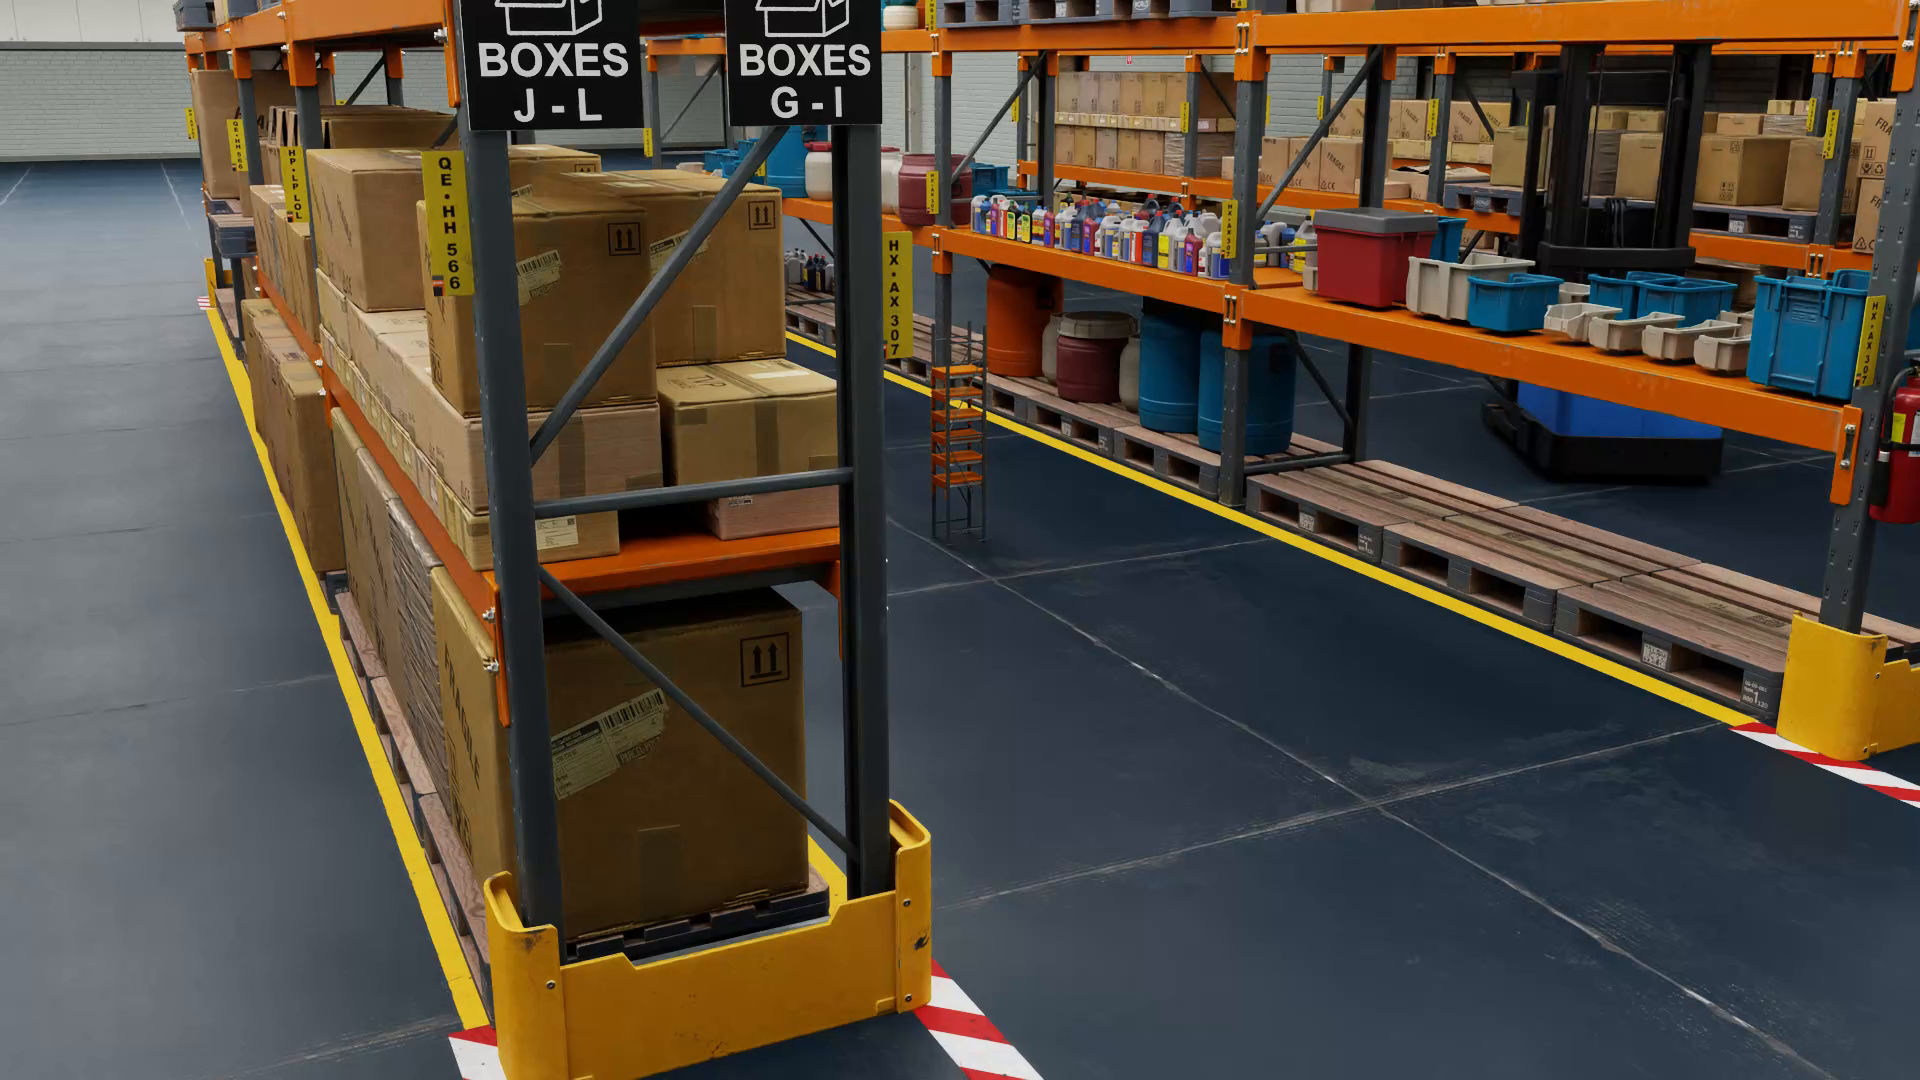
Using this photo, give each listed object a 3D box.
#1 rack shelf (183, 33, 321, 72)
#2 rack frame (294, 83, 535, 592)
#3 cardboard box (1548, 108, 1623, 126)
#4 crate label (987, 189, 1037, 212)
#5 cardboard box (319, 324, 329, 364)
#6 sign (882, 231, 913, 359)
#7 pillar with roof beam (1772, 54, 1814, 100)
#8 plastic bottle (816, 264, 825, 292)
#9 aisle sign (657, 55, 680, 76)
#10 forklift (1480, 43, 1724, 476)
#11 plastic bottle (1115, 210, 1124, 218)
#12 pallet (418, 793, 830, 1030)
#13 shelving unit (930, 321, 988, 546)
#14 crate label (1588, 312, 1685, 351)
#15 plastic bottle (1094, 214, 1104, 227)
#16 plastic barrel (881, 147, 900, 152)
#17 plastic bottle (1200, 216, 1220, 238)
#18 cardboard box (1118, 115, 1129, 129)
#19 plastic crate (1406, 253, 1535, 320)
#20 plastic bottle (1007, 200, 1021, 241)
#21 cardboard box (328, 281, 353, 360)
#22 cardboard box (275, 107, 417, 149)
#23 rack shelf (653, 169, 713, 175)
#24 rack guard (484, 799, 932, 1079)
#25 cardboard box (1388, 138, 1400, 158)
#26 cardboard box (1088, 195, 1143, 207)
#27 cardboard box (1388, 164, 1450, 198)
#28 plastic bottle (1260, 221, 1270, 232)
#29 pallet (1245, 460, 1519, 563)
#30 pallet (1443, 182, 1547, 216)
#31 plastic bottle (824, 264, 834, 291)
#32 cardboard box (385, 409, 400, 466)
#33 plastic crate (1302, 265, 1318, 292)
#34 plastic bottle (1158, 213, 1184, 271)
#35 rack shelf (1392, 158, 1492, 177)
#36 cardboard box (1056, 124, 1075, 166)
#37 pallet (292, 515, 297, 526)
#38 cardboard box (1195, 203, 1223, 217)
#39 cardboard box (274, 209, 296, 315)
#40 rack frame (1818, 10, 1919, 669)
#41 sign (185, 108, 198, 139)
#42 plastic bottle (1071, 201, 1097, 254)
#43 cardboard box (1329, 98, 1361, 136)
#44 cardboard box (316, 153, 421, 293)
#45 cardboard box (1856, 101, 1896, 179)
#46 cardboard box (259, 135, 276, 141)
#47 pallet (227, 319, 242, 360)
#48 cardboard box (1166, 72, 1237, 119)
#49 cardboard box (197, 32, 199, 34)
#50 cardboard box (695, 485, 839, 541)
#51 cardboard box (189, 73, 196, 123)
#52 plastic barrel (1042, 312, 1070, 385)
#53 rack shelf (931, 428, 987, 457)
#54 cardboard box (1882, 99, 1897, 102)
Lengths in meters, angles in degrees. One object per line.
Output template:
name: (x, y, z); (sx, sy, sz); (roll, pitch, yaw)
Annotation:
rack shelf: (-6.804, -4.680, 15.986); (1.077, 0.370, 4.000); (-8, 18, -25)
rack frame: (-2.423, -1.104, 7.660); (1.000, 3.000, 0.127); (-8, 18, -25)
cardboard box: (7.623, -5.013, 20.302); (0.700, 0.500, 0.500); (-8, 18, -25)
crate label: (0.430, -2.764, 13.747); (0.303, 0.233, 0.416); (-8, 18, -25)
cardboard box: (-2.592, -0.870, 7.299); (0.380, 0.149, 0.250); (-8, 18, -25)
sign: (-0.169, -0.632, 4.302); (0.100, 0.325, 0.005); (-8, 18, -25)
pillar with roof beam: (5.521, -6.682, 16.221); (9.100, 9.000, 0.400); (-8, 18, -25)
plastic bottle: (-1.482, -2.788, 17.655); (0.061, 0.283, 0.133); (-8, 18, -25)
aisle sign: (-3.522, -5.910, 19.695); (0.394, 0.787, 0.004); (-8, 18, -25)
forklift: (4.361, -2.162, 11.470); (1.130, 2.935, 3.031); (1, 16, 4)
plastic bottle: (1.187, -2.342, 12.332); (0.097, 0.201, 0.097); (0, 16, 0)
pallet: (-1.091, 1.039, 5.247); (1.003, 0.211, 1.213); (-8, 18, -25)
shelving unit: (-0.006, -0.580, 9.098); (0.258, 1.200, 0.189); (-8, 18, -25)
crate label: (3.004, -0.933, 7.433); (0.396, 0.136, 0.243); (-8, 18, -25)
plastic bottle: (0.946, -2.072, 11.266); (0.097, 0.271, 0.097); (0, 16, 0)
plastic barrel: (-0.742, -3.199, 14.713); (0.433, 0.535, 0.433); (0, 16, 0)
plastic bottle: (1.627, -2.015, 11.060); (0.152, 0.276, 0.135); (-8, 18, -25)
cardboard box: (2.113, -5.000, 19.880); (0.380, 0.149, 0.250); (-7, 17, -23)
plastic crate: (2.533, -1.274, 8.357); (0.437, 0.282, 0.530); (-8, 18, -25)
plastic bottle: (0.397, -2.339, 12.174); (0.061, 0.283, 0.133); (-8, 18, -25)
cardboard box: (-2.239, -0.903, 6.692); (0.500, 0.250, 0.500); (-8, 18, -25)
cardboard box: (-3.586, -2.281, 9.762); (0.797, 0.503, 0.637); (-7, 18, -24)
rack shelf: (-2.351, -3.836, 18.486); (1.077, 0.370, 4.000); (-8, 18, -25)
rack guard: (-0.660, 1.095, 4.528); (1.175, 0.500, 0.348); (-8, 18, -25)
cardboard box: (6.065, -5.399, 22.864); (0.500, 0.250, 0.500); (-8, 18, -26)
cardboard box: (1.917, -3.984, 20.561); (0.500, 0.500, 0.500); (-8, 18, -25)
cardboard box: (4.514, -3.495, 16.152); (0.500, 0.311, 0.500); (-8, 18, -26)
plastic bottle: (1.983, -1.924, 10.752); (0.097, 0.271, 0.097); (0, 16, 0)
pallet: (2.387, -0.185, 9.512); (1.003, 0.211, 1.213); (-8, 18, -25)
pallet: (5.092, -3.040, 14.755); (1.213, 0.211, 1.003); (-8, 18, -25)
plastic bottle: (-1.387, -2.797, 17.701); (0.152, 0.276, 0.135); (-7, 17, -23)
cardboard box: (-1.685, -0.357, 5.514); (0.380, 0.149, 0.250); (-8, 18, -25)
plastic crate: (2.105, -1.472, 9.312); (0.396, 0.136, 0.243); (-8, 18, -25)
plastic bottle: (1.333, -1.867, 10.409); (0.144, 0.351, 0.185); (-8, 18, -25)
rack shelf: (6.555, -5.034, 22.658); (1.077, 0.370, 4.000); (-8, 18, -25)
cardboard box: (1.654, -5.077, 21.323); (0.700, 0.500, 0.500); (-7, 17, -23)
pallet: (-3.367, -0.249, 9.736); (1.003, 0.211, 1.213); (-8, 18, -25)
cardboard box: (3.058, -3.677, 19.492); (0.500, 0.500, 0.500); (-8, 18, -25)
cardboard box: (-3.319, -1.487, 8.815); (0.500, 0.500, 0.500); (-8, 18, -26)
rack frame: (3.782, -0.711, 6.290); (1.000, 3.000, 0.127); (-8, 18, -25)
sign: (-8.167, -4.430, 17.681); (0.100, 0.325, 0.005); (-8, 18, -25)
plastic bottle: (0.850, -2.141, 11.361); (0.144, 0.351, 0.185); (-8, 18, -25)
cardboard box: (5.617, -6.019, 23.662); (0.500, 0.500, 0.500); (-8, 18, -25)
cardboard box: (-2.234, -1.263, 6.586); (0.500, 0.500, 0.500); (-8, 18, -25)
cardboard box: (6.438, -2.678, 11.151); (0.500, 0.500, 0.500); (-7, 17, -23)
cardboard box: (-5.085, -2.921, 13.042); (0.797, 0.503, 0.637); (-6, 17, -19)
pallet: (-6.253, -1.910, 15.523); (1.003, 0.211, 1.213); (-8, 18, -25)
cardboard box: (2.779, -5.065, 18.929); (0.700, 0.500, 0.500); (-8, 18, -25)
cardboard box: (-6.581, -4.670, 14.919); (0.500, 0.250, 0.500); (-7, 18, -24)
cardboard box: (-0.529, -0.120, 4.685); (0.380, 0.149, 0.250); (-7, 18, -24)
cardboard box: (-7.684, -4.582, 17.246); (0.500, 0.500, 0.500); (-8, 18, -25)
plastic barrel: (0.835, -1.452, 12.622); (0.421, 0.512, 0.421); (0, 16, 0)
rack shelf: (-0.006, -0.538, 9.110); (0.258, 0.103, 0.180); (-8, 18, -25)
cardboard box: (9.386, -4.176, 16.248); (0.500, 0.250, 0.500); (-8, 18, -26)
